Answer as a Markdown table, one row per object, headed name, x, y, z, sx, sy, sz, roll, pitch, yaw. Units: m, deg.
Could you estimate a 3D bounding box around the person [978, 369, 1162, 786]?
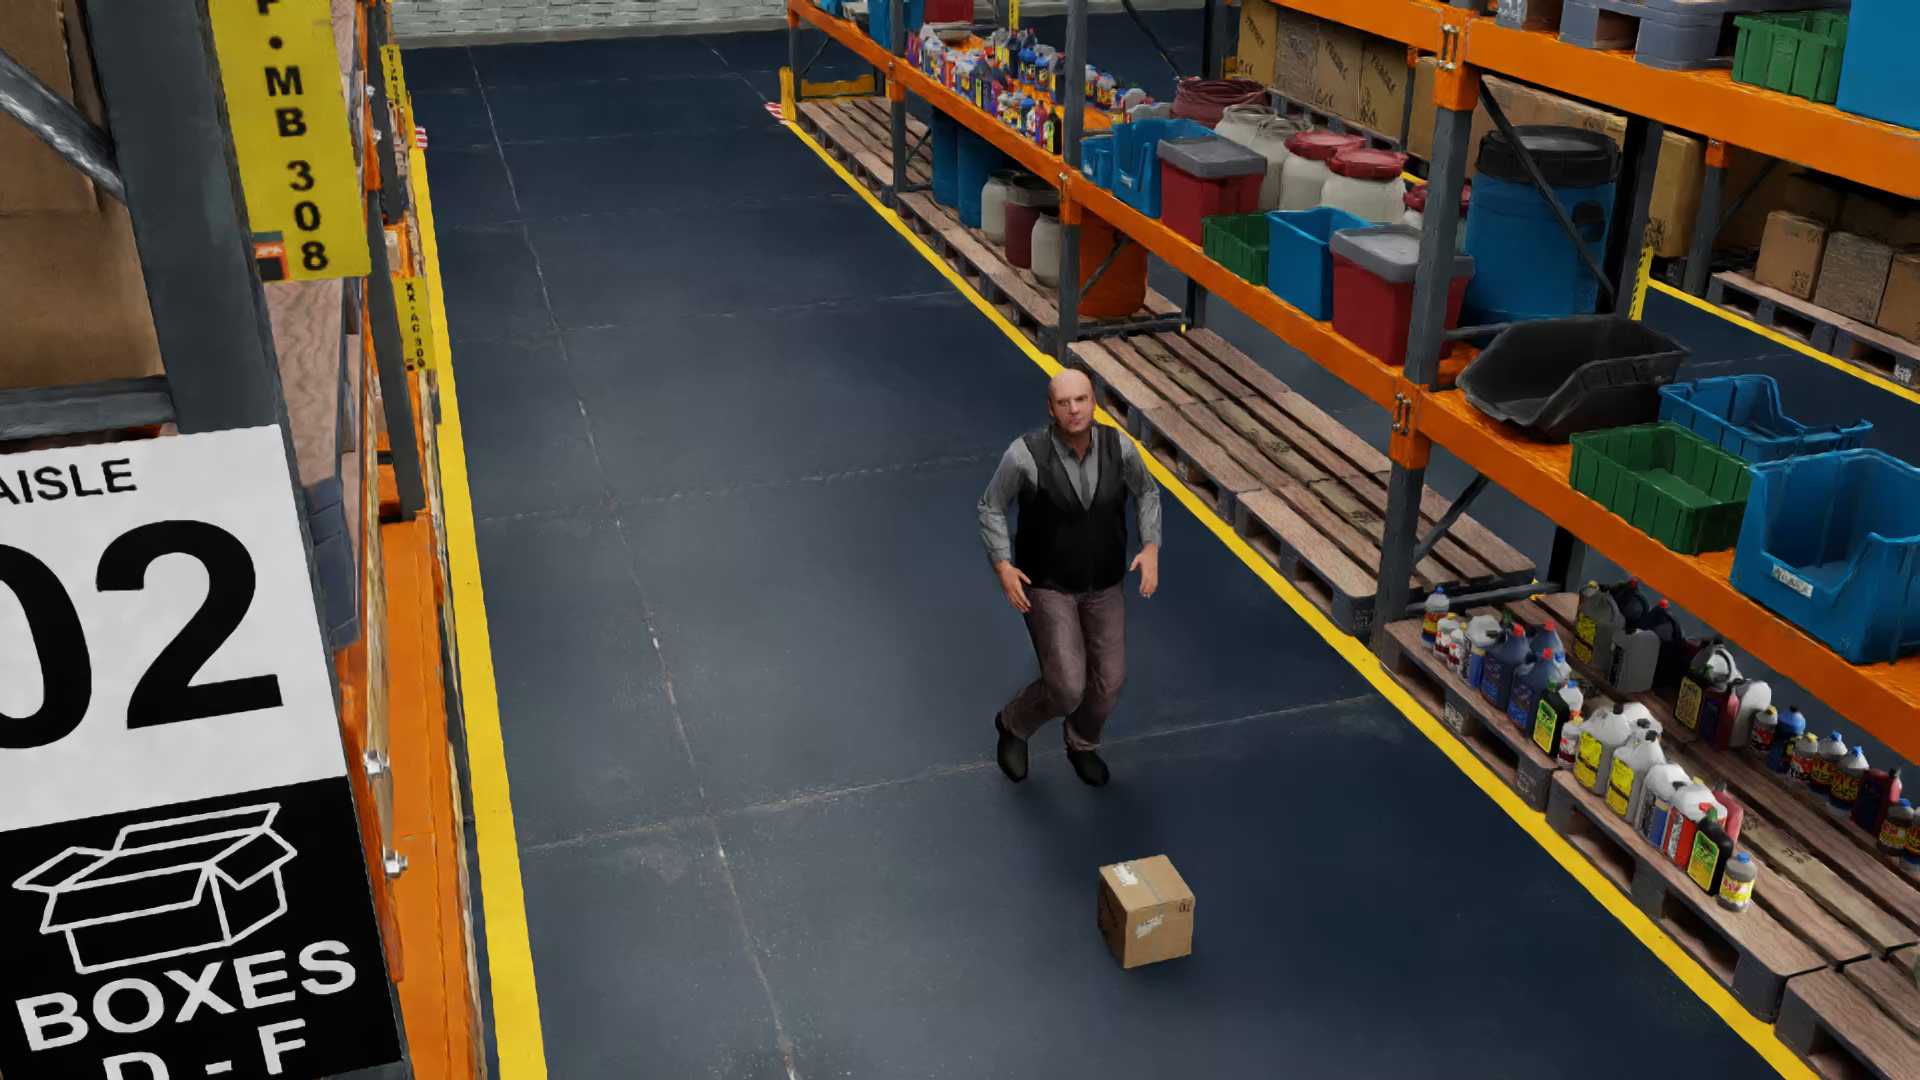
| name | x | y | z | sx | sy | sz | roll | pitch | yaw |
| --- | --- | --- | --- | --- | --- | --- | --- | --- | --- |
| person | 0.466 | 0.175 | 6.330 | 0.701 | 1.691 | 0.509 | -11 | 28 | -22 |
